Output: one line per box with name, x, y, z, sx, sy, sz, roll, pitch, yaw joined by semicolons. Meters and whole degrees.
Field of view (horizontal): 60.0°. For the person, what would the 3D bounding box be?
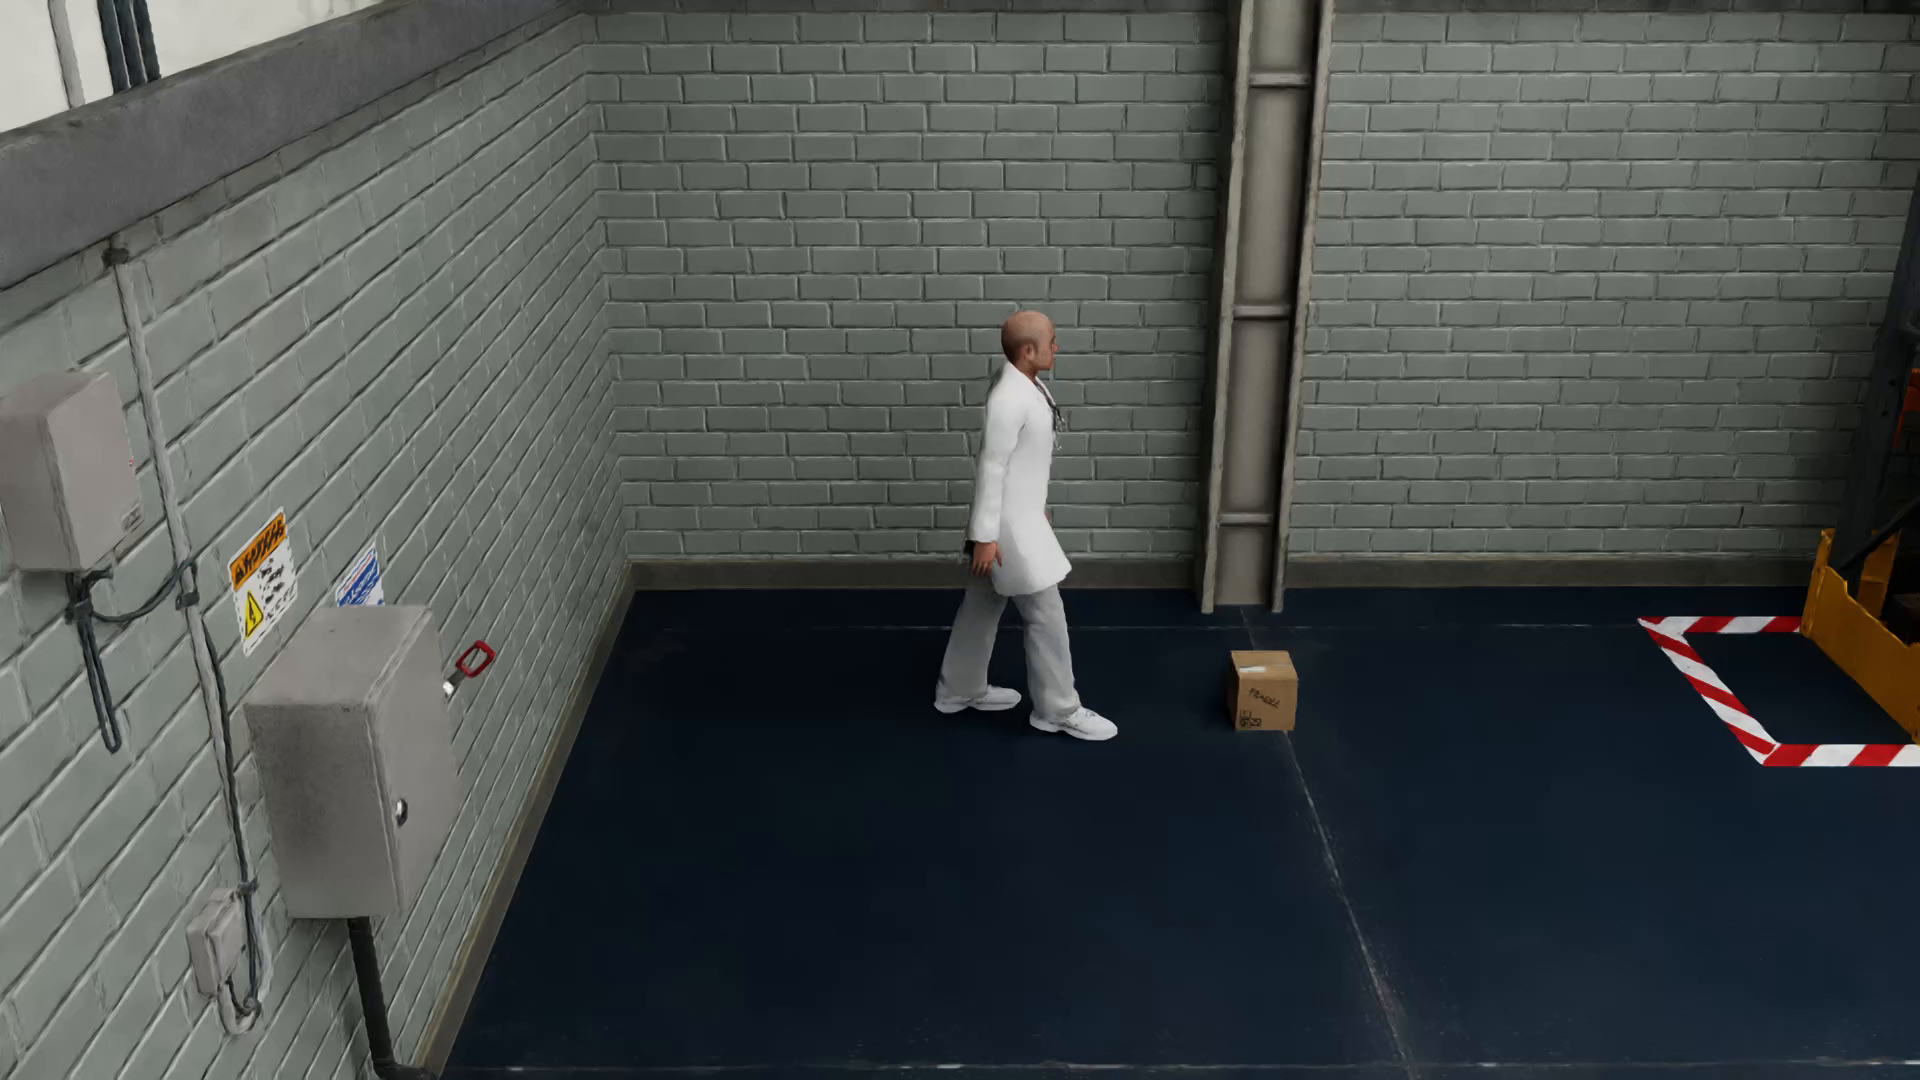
person;0.269;-0.077;6.769;0.760;1.773;0.577;-1;24;-2
